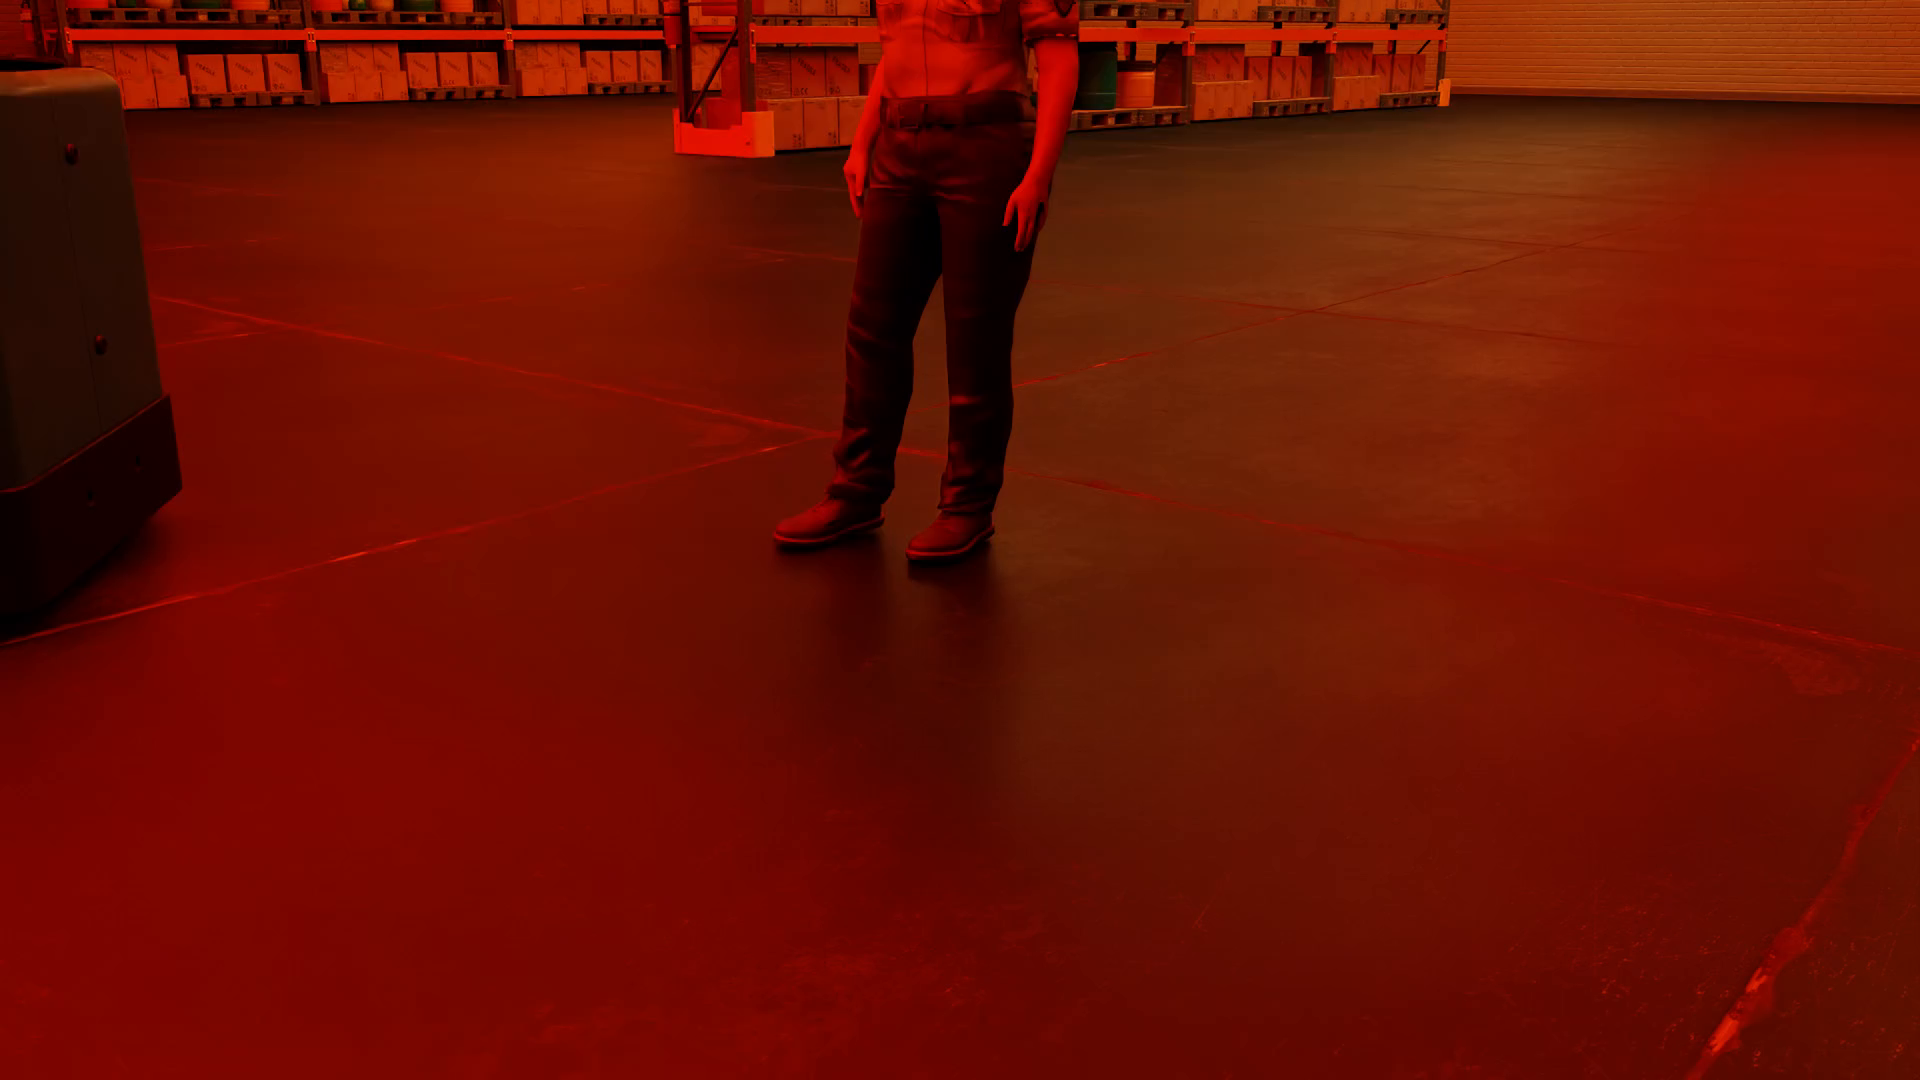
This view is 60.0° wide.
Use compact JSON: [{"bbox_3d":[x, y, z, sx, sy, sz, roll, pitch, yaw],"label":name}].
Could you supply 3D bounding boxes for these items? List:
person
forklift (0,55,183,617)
[{"bbox_3d":[-0.074,-0.780,3.648,0.599,1.650,0.503,13,21,37],"label":"person"},{"bbox_3d":[-3.359,-1.273,3.090,3.031,2.935,1.130,-2,17,-8],"label":"forklift"}]
